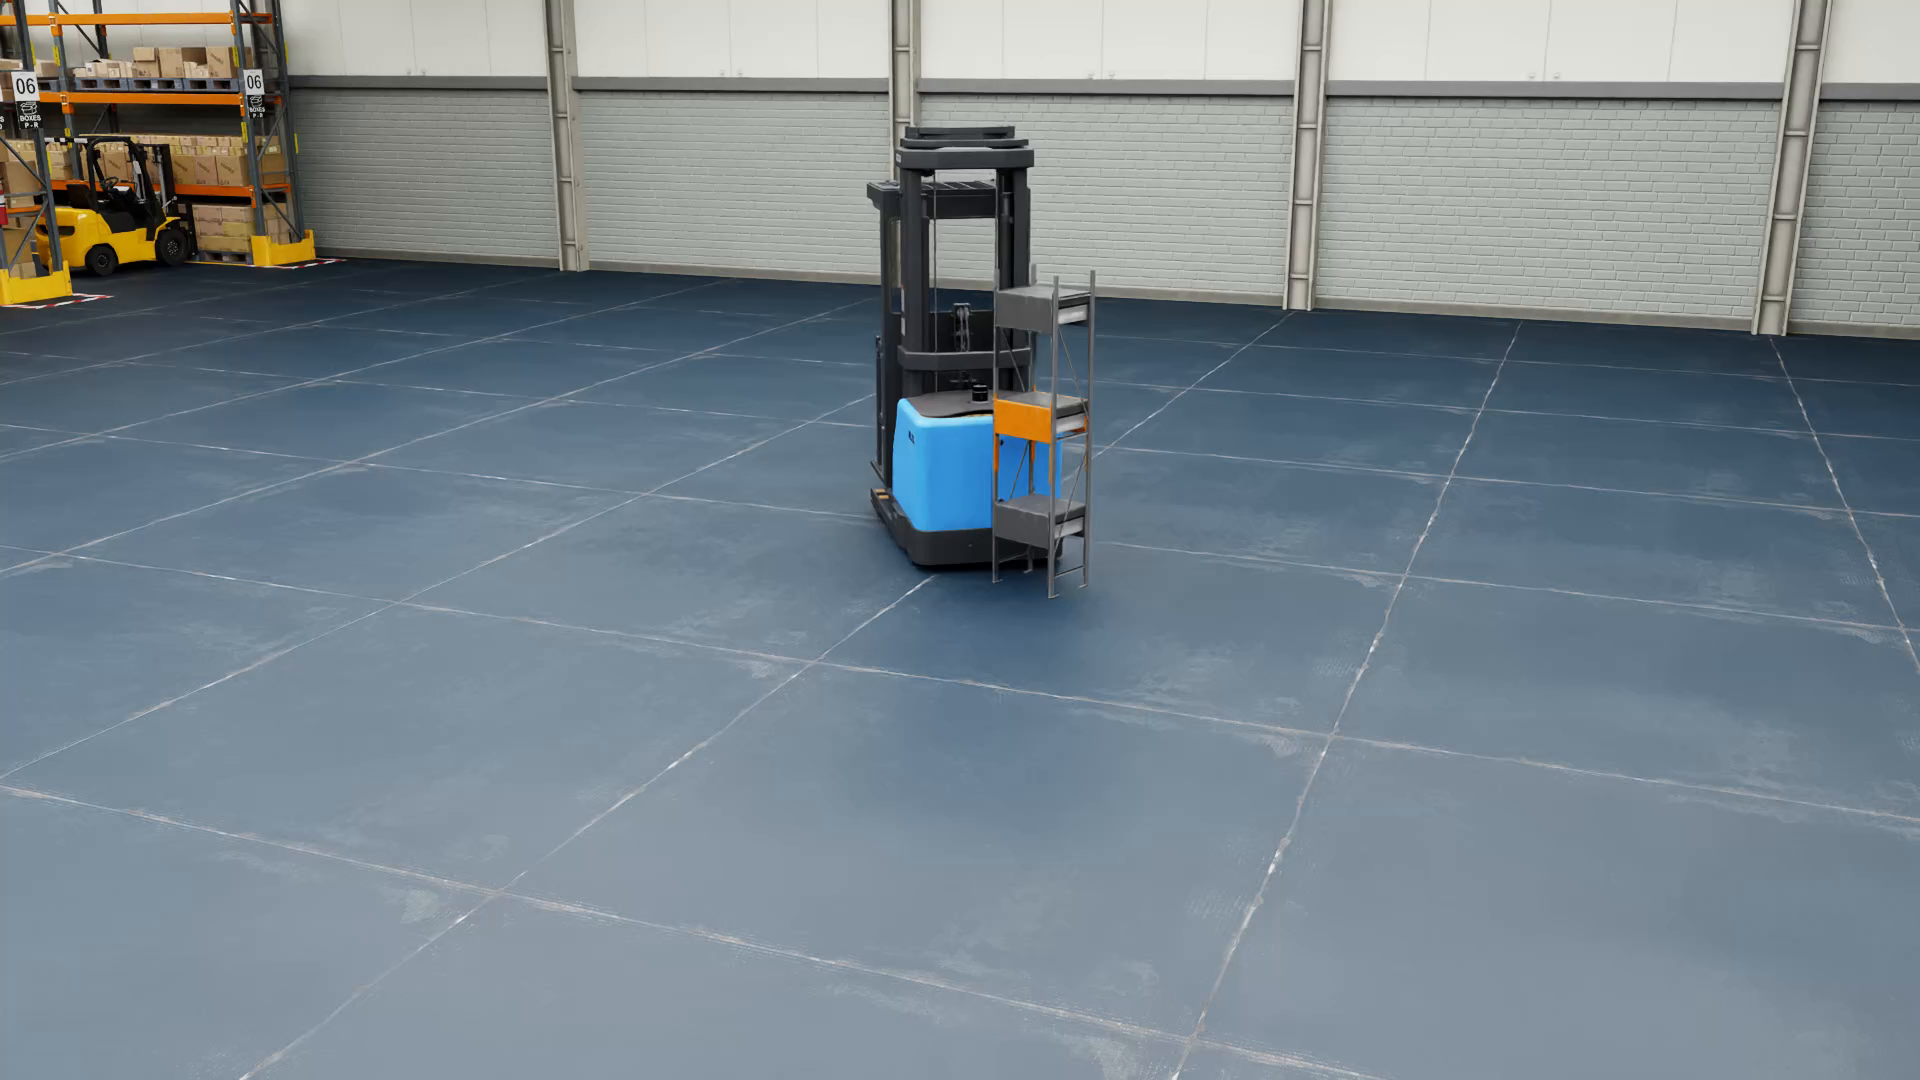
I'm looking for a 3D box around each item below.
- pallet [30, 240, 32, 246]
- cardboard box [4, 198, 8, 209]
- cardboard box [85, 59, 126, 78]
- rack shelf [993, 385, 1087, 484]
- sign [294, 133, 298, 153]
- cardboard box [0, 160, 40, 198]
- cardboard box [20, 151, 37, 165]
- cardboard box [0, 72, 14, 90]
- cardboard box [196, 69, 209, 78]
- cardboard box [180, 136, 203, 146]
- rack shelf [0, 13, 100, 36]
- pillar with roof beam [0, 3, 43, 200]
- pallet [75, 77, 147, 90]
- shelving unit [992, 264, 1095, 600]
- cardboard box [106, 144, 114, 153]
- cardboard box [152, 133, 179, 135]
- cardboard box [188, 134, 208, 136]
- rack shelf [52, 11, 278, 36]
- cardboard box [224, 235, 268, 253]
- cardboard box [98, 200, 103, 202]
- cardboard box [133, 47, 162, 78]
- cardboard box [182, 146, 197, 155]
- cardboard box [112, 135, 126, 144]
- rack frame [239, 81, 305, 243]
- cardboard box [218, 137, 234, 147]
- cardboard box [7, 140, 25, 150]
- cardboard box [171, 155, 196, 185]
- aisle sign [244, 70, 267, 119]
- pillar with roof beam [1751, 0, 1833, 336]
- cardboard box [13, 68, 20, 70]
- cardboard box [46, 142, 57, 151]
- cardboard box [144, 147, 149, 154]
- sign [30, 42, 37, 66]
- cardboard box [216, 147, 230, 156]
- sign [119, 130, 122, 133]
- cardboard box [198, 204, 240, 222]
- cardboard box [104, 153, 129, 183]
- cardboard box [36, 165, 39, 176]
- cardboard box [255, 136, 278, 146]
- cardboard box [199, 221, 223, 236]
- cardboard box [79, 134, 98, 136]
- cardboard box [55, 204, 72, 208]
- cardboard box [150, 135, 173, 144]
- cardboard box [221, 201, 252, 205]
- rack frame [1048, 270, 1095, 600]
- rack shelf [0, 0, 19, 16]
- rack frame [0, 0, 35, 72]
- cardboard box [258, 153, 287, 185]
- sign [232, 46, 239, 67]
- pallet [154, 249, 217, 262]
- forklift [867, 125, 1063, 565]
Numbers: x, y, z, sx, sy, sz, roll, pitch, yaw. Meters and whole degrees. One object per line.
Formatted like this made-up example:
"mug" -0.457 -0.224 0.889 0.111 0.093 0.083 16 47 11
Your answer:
"pallet" -17.221 -5.497 30.729 1.213 0.211 1.003 6 17 21
"cardboard box" -13.905 -4.812 23.818 0.250 0.149 0.380 7 18 22
"cardboard box" -14.698 -8.145 28.698 0.500 0.311 0.500 7 17 22
"rack shelf" 0.537 -0.694 10.846 0.480 0.518 0.431 14 22 40
"sign" -11.452 -6.834 28.640 0.005 0.325 0.100 6 17 21
"cardboard box" -13.818 -5.261 24.201 0.500 0.500 0.500 6 17 20
"cardboard box" -16.414 -6.849 29.758 0.500 0.250 0.500 6 17 19
"cardboard box" -13.849 -6.581 23.819 0.500 0.250 0.500 6 17 20
"cardboard box" -12.543 -7.813 27.843 0.250 0.149 0.380 6 17 19
"cardboard box" -13.053 -6.801 28.344 0.250 0.149 0.380 7 18 22
"rack shelf" -17.243 -9.194 29.712 4.000 0.370 1.077 6 17 21
"pillar with roof beam" -19.139 -8.920 26.760 0.400 9.000 9.100 6 17 21
"pallet" -14.579 -7.964 29.004 1.213 0.211 1.003 6 17 21
"shelving unit" 0.537 -0.707 10.842 0.503 2.100 0.431 14 22 40
"cardboard box" -14.688 -6.860 29.079 0.250 0.149 0.380 6 17 21
"cardboard box" -14.015 -7.093 29.351 0.250 0.149 0.380 6 17 20
"cardboard box" -13.324 -6.995 29.012 0.250 0.149 0.380 6 17 21
"rack shelf" -13.522 -8.785 28.302 4.000 0.370 1.077 6 17 21
"cardboard box" -12.214 -5.084 28.486 0.500 0.250 0.500 6 17 21
"cardboard box" -15.047 -5.877 29.422 0.500 0.250 0.500 6 17 20
"cardboard box" -13.609 -8.160 28.402 0.637 0.503 0.797 7 18 22
"cardboard box" -13.046 -6.664 28.404 0.250 0.149 0.380 6 17 19
"cardboard box" -14.476 -6.959 28.888 0.250 0.149 0.380 7 17 22
"rack frame" -11.661 -6.237 28.278 0.127 3.000 1.000 6 17 21
"cardboard box" -12.313 -6.739 28.129 0.250 0.149 0.380 6 17 21
"cardboard box" -16.981 -7.106 29.929 0.250 0.149 0.380 6 17 21
"cardboard box" -13.171 -6.375 28.574 0.500 0.500 0.500 6 17 20
"aisle sign" -11.708 -7.403 27.630 0.004 0.787 0.394 6 17 21
"pillar with roof beam" 8.768 -5.852 16.189 0.400 9.000 9.100 6 17 21
"cardboard box" -16.517 -8.250 29.348 0.250 0.149 0.380 6 17 20
"cardboard box" -16.028 -7.005 29.580 0.250 0.149 0.380 6 17 20
"cardboard box" -14.002 -6.767 28.759 0.250 0.149 0.380 6 17 19
"sign" -13.280 -6.950 23.787 0.005 0.325 0.100 6 17 21
"cardboard box" -12.335 -6.578 28.109 0.250 0.149 0.380 7 17 22
"sign" -15.180 -7.244 30.052 0.005 0.325 0.100 6 17 21
"cardboard box" -12.681 -5.615 28.522 0.500 0.250 0.500 7 17 22
"cardboard box" -14.575 -6.532 29.115 0.500 0.500 0.500 7 17 22
"cardboard box" -16.417 -6.608 29.824 0.500 0.250 0.500 6 17 20
"cardboard box" -11.895 -6.829 28.441 0.250 0.149 0.380 6 17 20
"cardboard box" -12.691 -5.381 28.612 0.500 0.250 0.500 6 17 20
"cardboard box" -15.195 -7.039 29.164 0.250 0.149 0.380 7 17 22
"cardboard box" -15.872 -5.758 30.134 0.625 0.625 0.875 7 18 23
"cardboard box" -13.729 -6.907 28.709 0.250 0.149 0.380 6 17 21
"cardboard box" -12.505 -5.747 28.975 0.500 0.250 0.500 6 17 21
"rack frame" 0.717 -0.661 10.684 0.015 2.100 0.400 14 22 40
"rack shelf" -15.339 -7.688 23.811 4.000 0.370 1.077 6 17 21
"rack frame" -13.479 -7.830 23.006 0.127 3.000 1.000 6 17 21
"cardboard box" -12.020 -6.408 28.687 0.500 0.500 0.500 7 18 22
"sign" -11.873 -7.926 27.267 0.005 0.325 0.100 6 17 21
"pallet" -13.519 -5.091 29.330 1.213 0.211 1.003 6 17 21
"forklift" -0.082 -1.603 12.438 1.130 2.935 3.031 -3 16 -11
